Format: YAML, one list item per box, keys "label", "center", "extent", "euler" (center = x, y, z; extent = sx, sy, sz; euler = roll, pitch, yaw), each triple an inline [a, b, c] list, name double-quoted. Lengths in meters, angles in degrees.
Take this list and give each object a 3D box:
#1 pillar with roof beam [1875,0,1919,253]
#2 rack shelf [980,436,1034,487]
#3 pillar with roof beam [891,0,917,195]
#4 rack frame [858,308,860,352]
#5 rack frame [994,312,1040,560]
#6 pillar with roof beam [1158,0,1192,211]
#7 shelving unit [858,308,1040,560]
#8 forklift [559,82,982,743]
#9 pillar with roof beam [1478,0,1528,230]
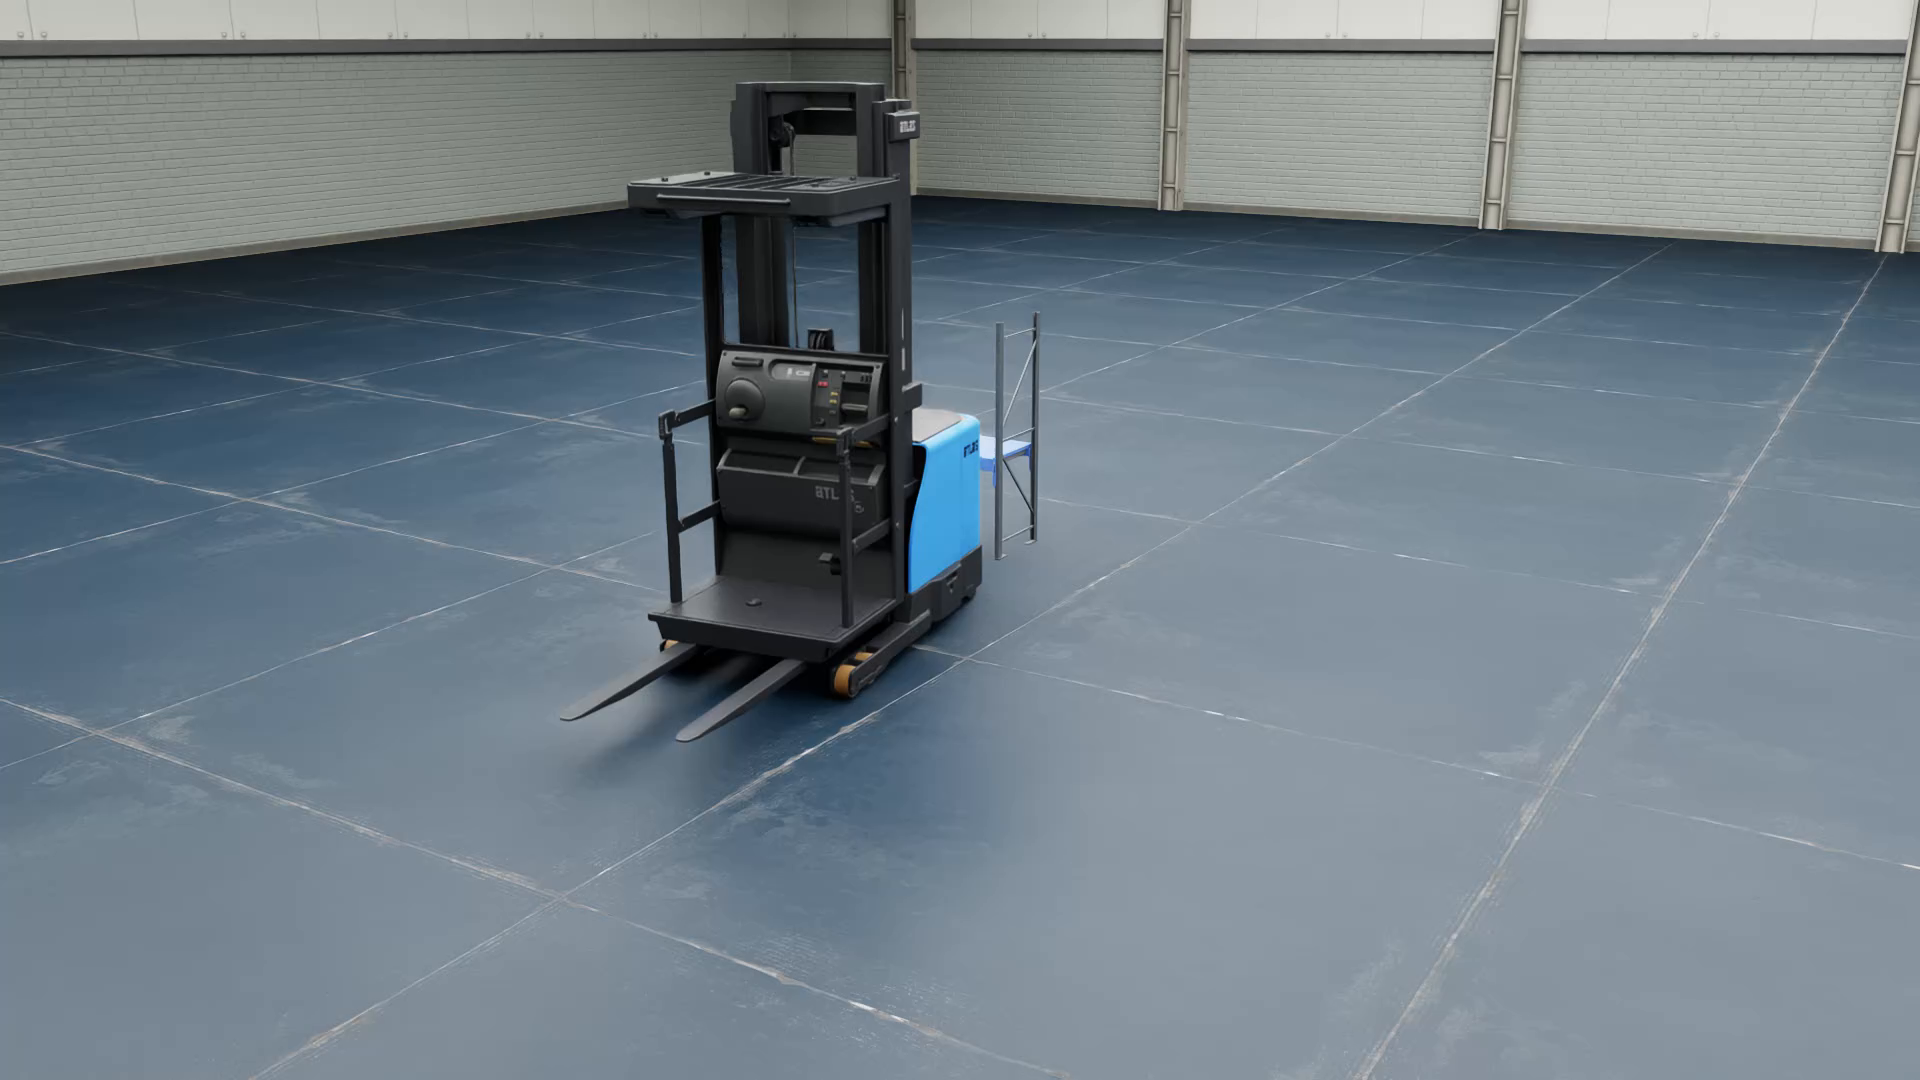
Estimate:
- label: "pillar with roof beam"
  center: [11.951, -7.650, 20.582]
  extent: [0.400, 9.000, 9.100]
  euler: [10, 20, 30]
- label: "rack shelf"
  center: [-0.073, -0.558, 10.758]
  extent: [1.000, 0.185, 0.538]
  euler: [10, 20, 30]
- label: "pillar with roof beam"
  center: [-3.387, -10.388, 29.595]
  extent: [0.400, 9.000, 9.100]
  euler: [10, 20, 30]
- label: "rack frame"
  center: [-0.506, -0.808, 10.960]
  extent: [0.032, 1.500, 0.500]
  euler: [10, 20, 30]
- label: "rack frame"
  center: [0.360, -0.653, 10.451]
  extent: [0.032, 1.500, 0.500]
  euler: [10, 20, 30]
- label: "pillar with roof beam"
  center: [1.725, -9.475, 26.591]
  extent: [0.400, 9.000, 9.100]
  euler: [10, 20, 30]
- label: "shelving unit"
  center: [-0.073, -0.731, 10.706]
  extent: [1.048, 1.500, 0.538]
  euler: [10, 20, 30]
- label: "forklift"
  center: [-0.908, -0.755, 8.324]
  extent: [1.130, 2.935, 3.031]
  euler: [7, 18, 22]
- label: "pillar with roof beam"
  center: [6.838, -8.562, 23.586]
  extent: [0.400, 9.000, 9.100]
  euler: [10, 20, 30]
